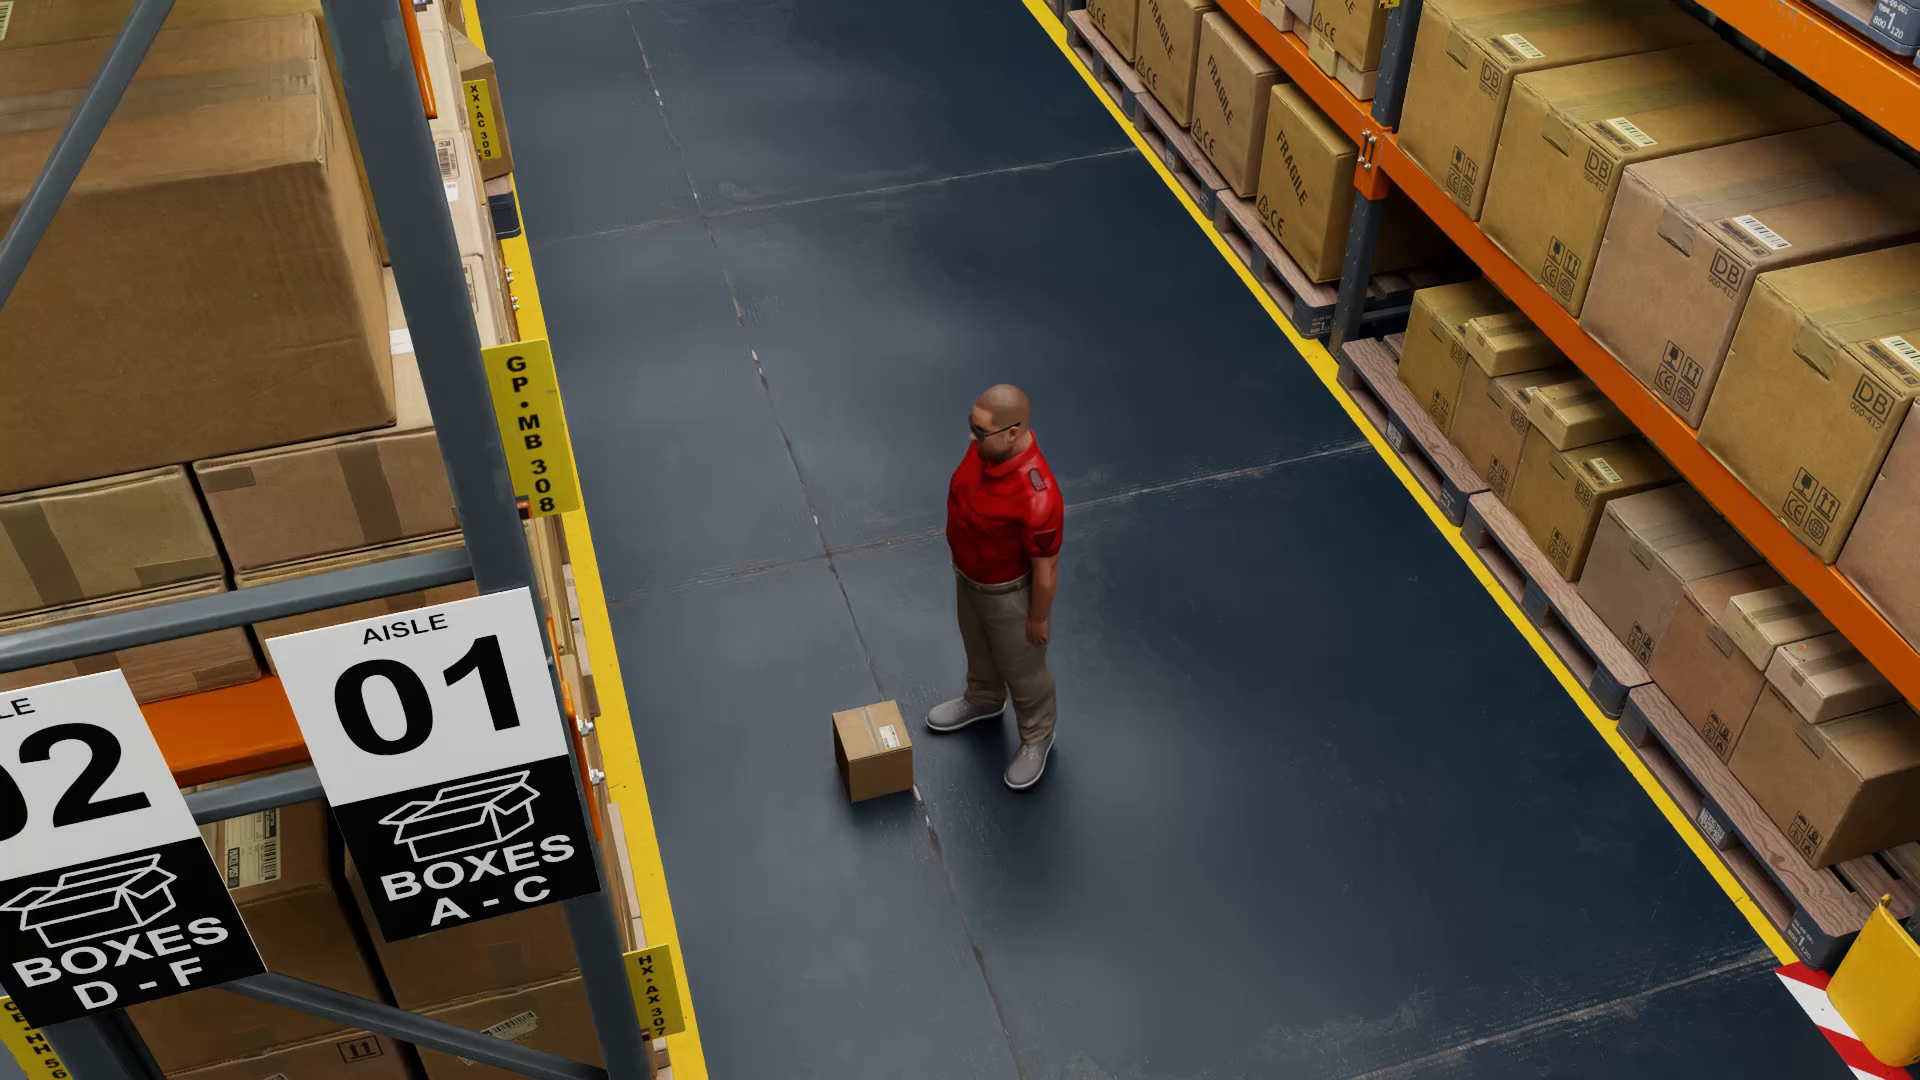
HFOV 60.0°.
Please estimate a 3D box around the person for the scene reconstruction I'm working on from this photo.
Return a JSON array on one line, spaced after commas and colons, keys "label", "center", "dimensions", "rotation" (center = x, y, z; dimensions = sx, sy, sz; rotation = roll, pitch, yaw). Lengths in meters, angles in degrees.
[{"label": "person", "center": [0.131, 0.140, 5.991], "dimensions": [0.437, 1.734, 0.593], "rotation": [-16, 44, -17]}]
